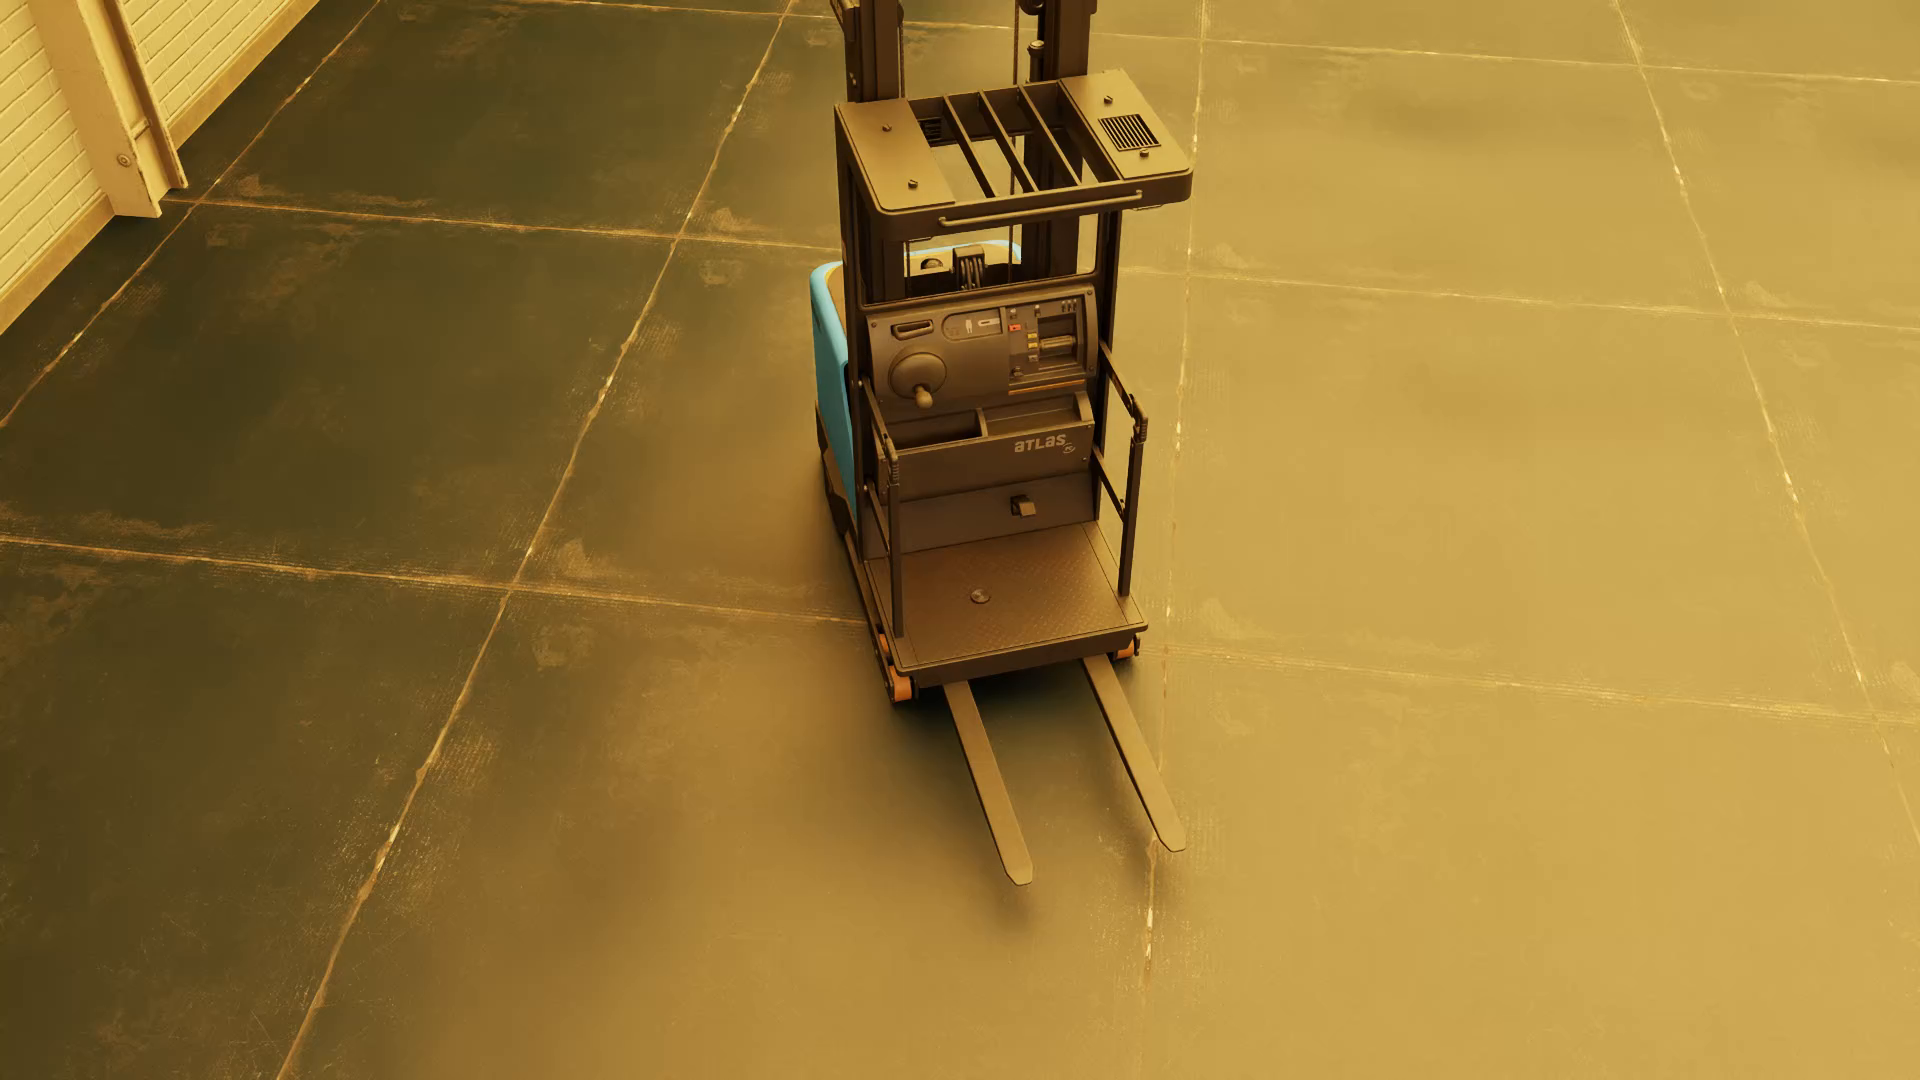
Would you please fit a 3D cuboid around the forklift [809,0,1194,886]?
[{"bbox_3d":[0.153,-0.681,6.465,1.130,2.935,3.031,-10,44,-11],"label":"forklift"}]
